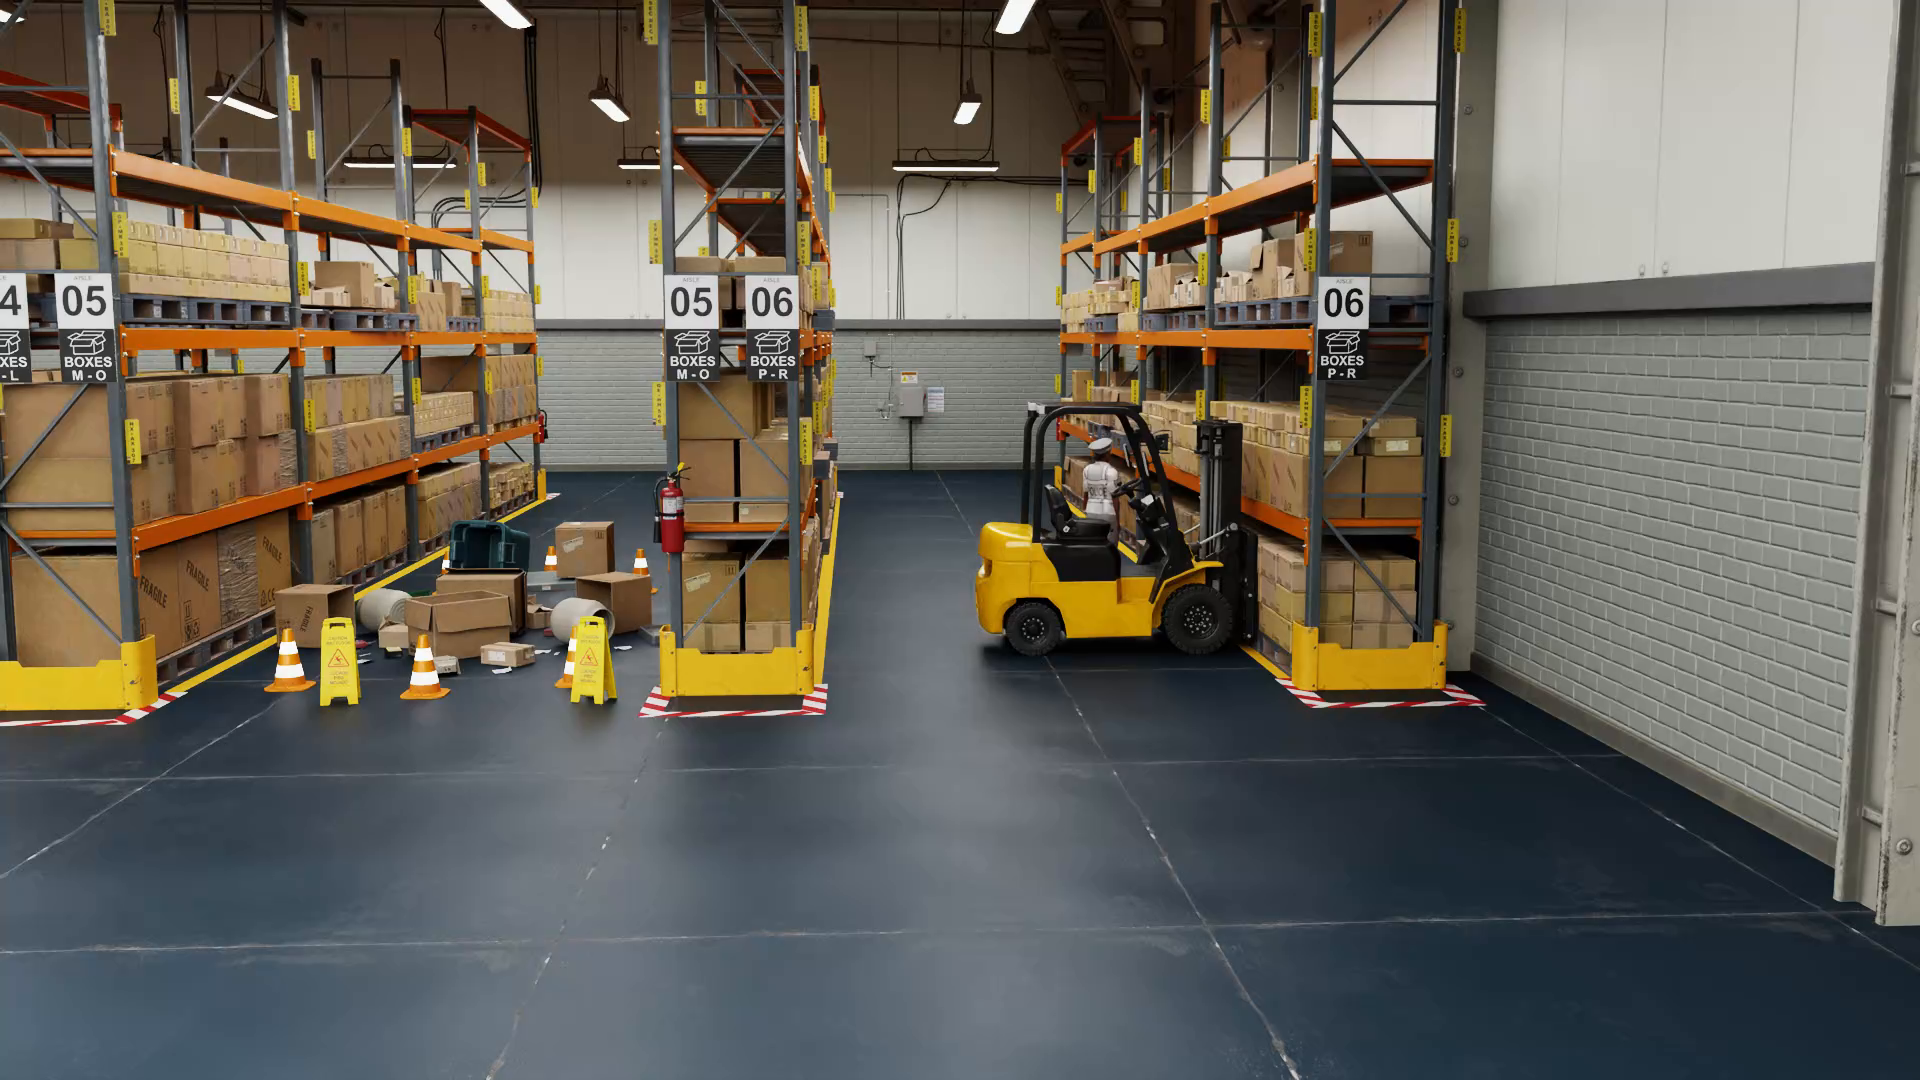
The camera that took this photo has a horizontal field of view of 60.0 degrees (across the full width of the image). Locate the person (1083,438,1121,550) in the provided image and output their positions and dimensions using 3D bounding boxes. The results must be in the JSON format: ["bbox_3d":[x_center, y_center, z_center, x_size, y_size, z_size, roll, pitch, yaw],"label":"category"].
[{"bbox_3d":[1.518,-0.231,17.522,0.439,1.694,0.354,6,9,40],"label":"person"}]
